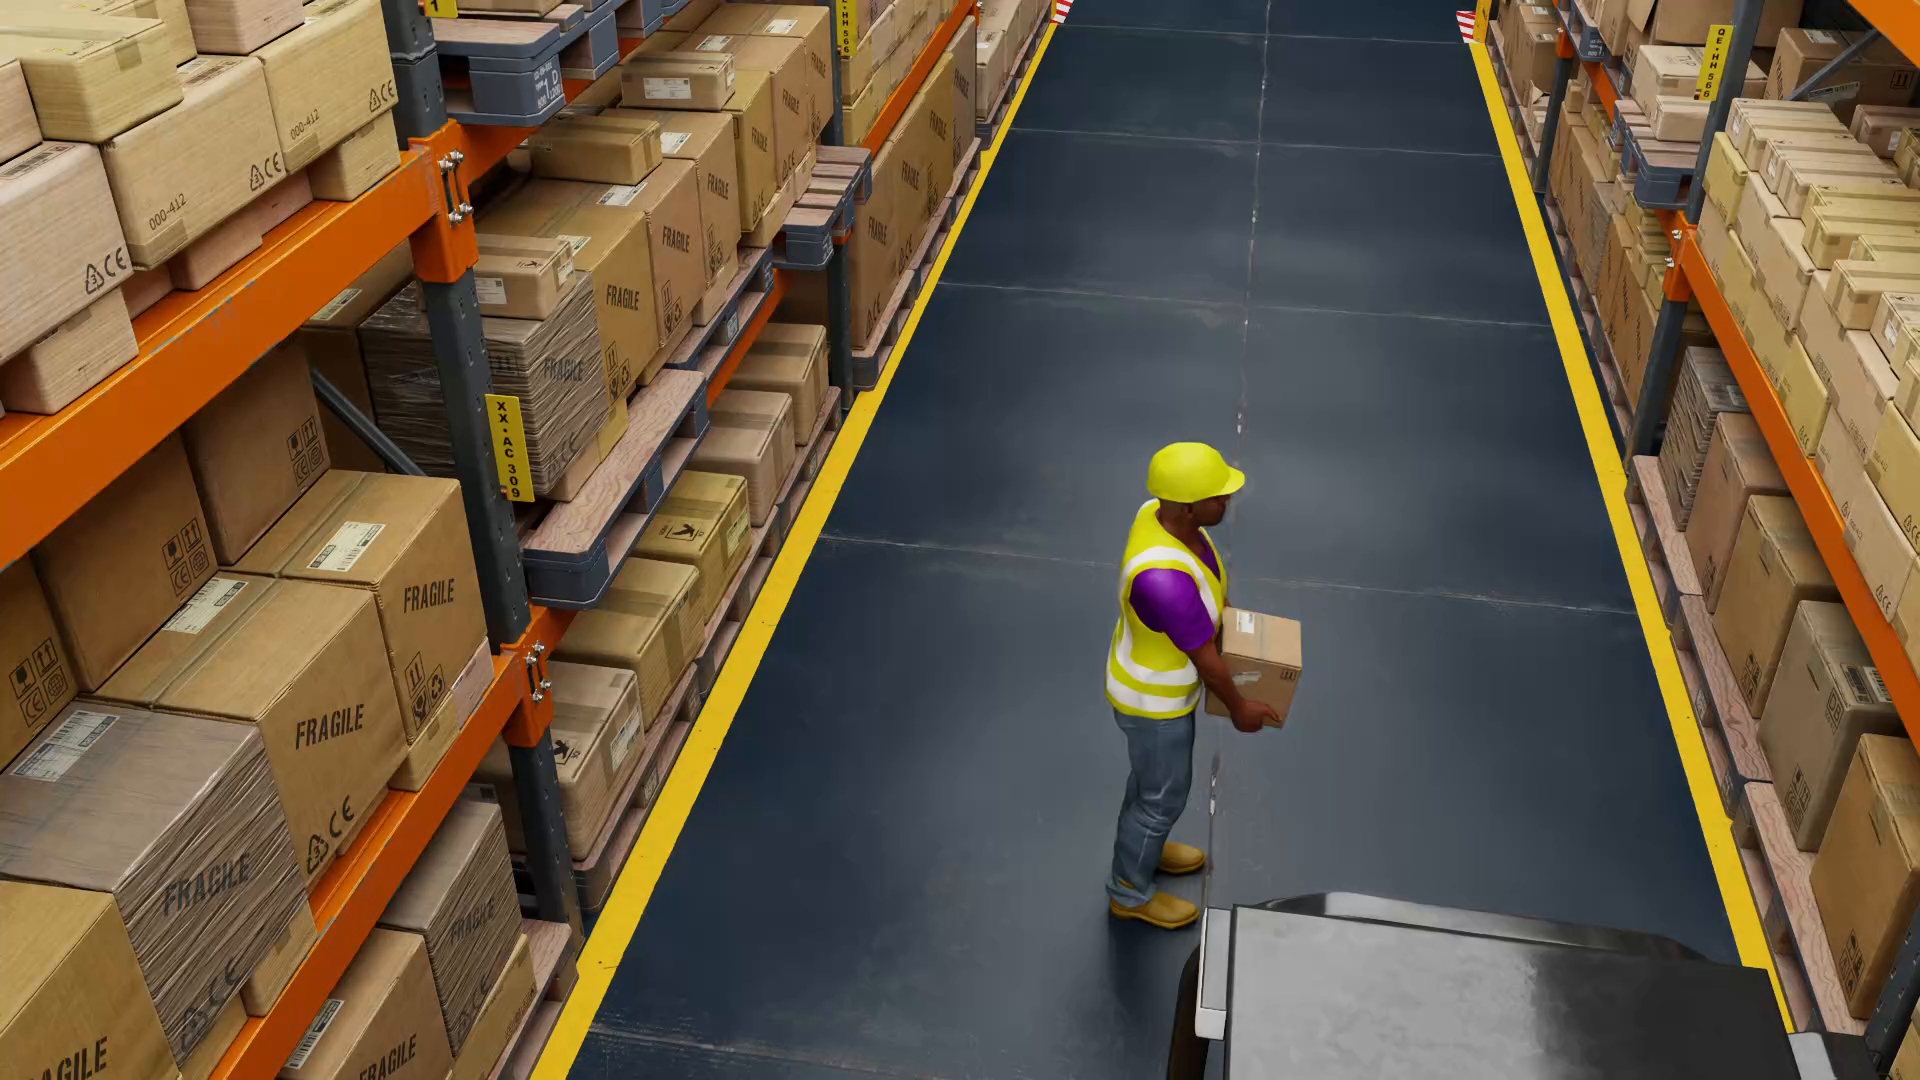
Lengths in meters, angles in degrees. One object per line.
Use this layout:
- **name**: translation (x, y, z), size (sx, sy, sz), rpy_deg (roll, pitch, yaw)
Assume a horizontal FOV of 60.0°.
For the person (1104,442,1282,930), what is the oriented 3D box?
- **person**: translation (0.751, 0.472, 5.368), size (0.566, 1.762, 0.505), rpy_deg (5, 33, 7)
